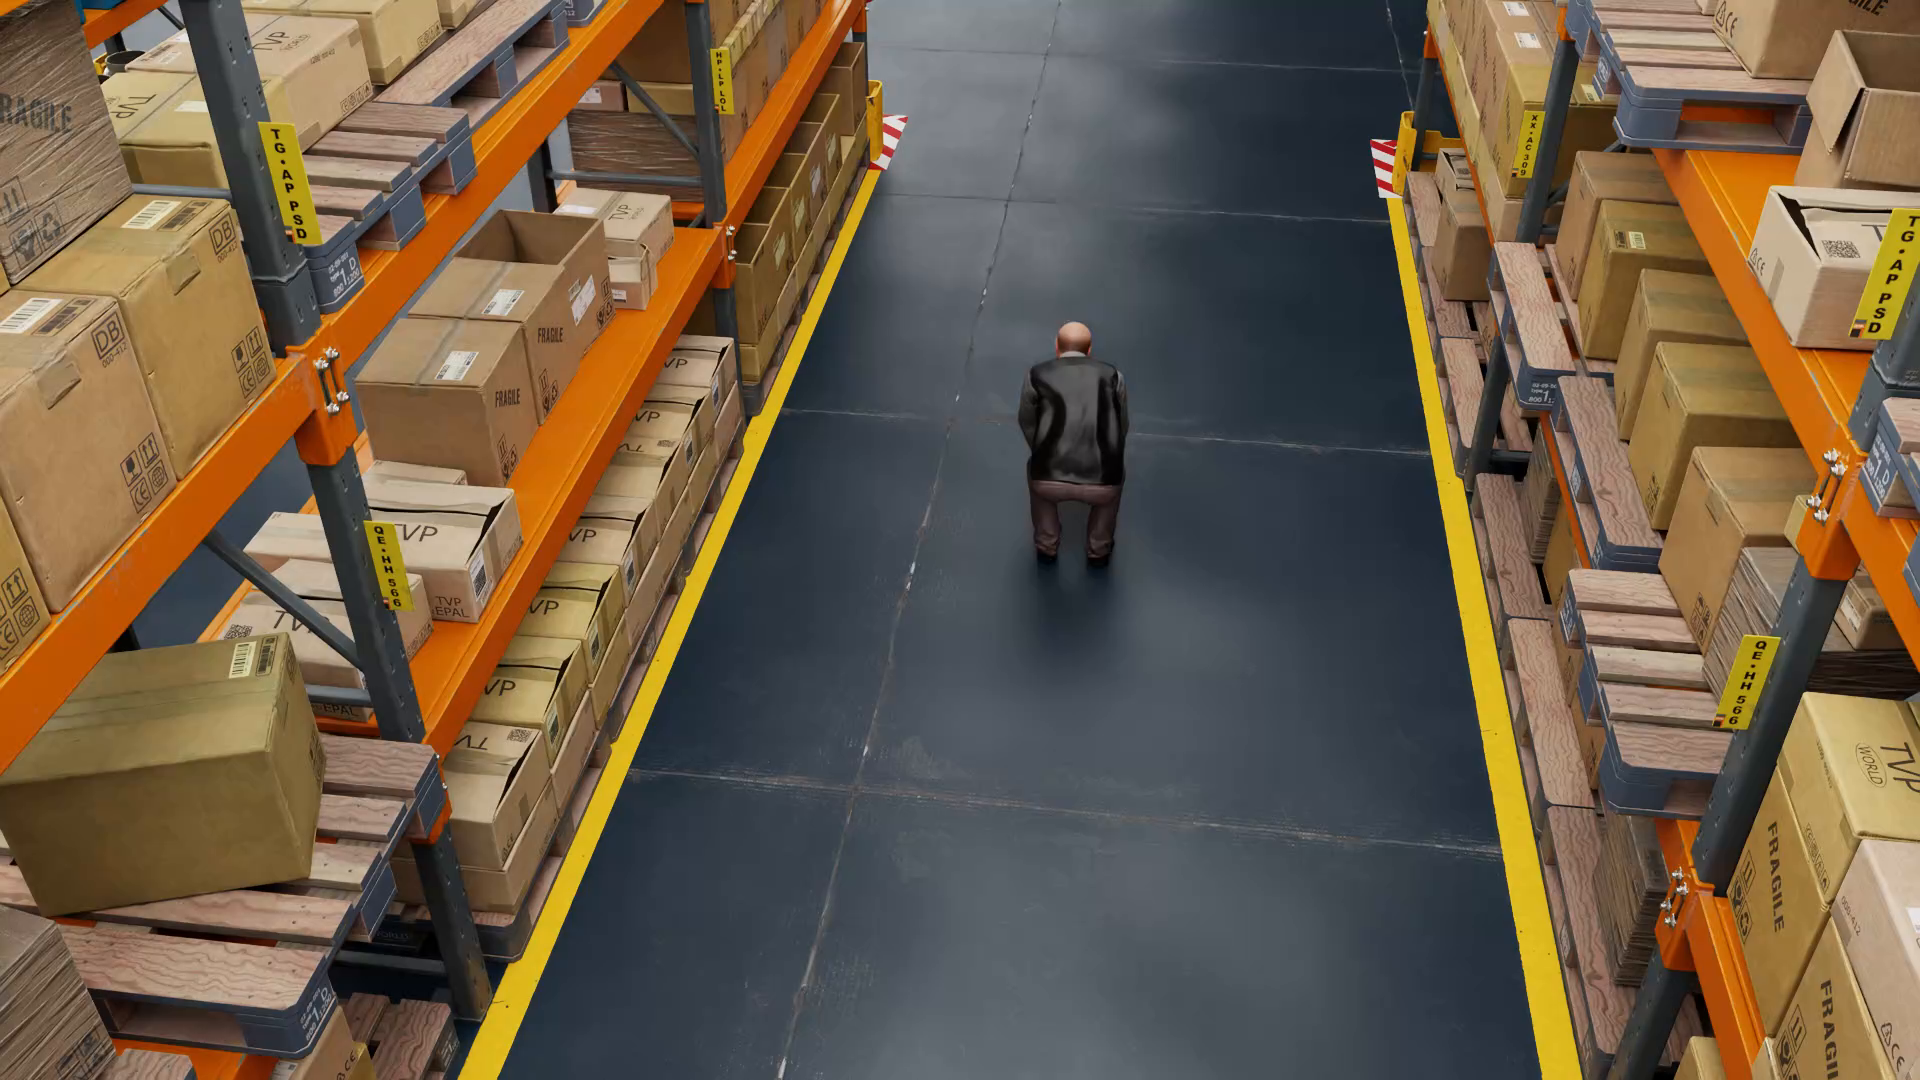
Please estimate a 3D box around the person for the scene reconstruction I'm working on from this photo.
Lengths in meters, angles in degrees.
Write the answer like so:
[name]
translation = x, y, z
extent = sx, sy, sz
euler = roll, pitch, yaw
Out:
[person]
translation = 0.546, -0.437, 8.215
extent = 0.560, 1.083, 0.827
euler = 4, 36, 6
